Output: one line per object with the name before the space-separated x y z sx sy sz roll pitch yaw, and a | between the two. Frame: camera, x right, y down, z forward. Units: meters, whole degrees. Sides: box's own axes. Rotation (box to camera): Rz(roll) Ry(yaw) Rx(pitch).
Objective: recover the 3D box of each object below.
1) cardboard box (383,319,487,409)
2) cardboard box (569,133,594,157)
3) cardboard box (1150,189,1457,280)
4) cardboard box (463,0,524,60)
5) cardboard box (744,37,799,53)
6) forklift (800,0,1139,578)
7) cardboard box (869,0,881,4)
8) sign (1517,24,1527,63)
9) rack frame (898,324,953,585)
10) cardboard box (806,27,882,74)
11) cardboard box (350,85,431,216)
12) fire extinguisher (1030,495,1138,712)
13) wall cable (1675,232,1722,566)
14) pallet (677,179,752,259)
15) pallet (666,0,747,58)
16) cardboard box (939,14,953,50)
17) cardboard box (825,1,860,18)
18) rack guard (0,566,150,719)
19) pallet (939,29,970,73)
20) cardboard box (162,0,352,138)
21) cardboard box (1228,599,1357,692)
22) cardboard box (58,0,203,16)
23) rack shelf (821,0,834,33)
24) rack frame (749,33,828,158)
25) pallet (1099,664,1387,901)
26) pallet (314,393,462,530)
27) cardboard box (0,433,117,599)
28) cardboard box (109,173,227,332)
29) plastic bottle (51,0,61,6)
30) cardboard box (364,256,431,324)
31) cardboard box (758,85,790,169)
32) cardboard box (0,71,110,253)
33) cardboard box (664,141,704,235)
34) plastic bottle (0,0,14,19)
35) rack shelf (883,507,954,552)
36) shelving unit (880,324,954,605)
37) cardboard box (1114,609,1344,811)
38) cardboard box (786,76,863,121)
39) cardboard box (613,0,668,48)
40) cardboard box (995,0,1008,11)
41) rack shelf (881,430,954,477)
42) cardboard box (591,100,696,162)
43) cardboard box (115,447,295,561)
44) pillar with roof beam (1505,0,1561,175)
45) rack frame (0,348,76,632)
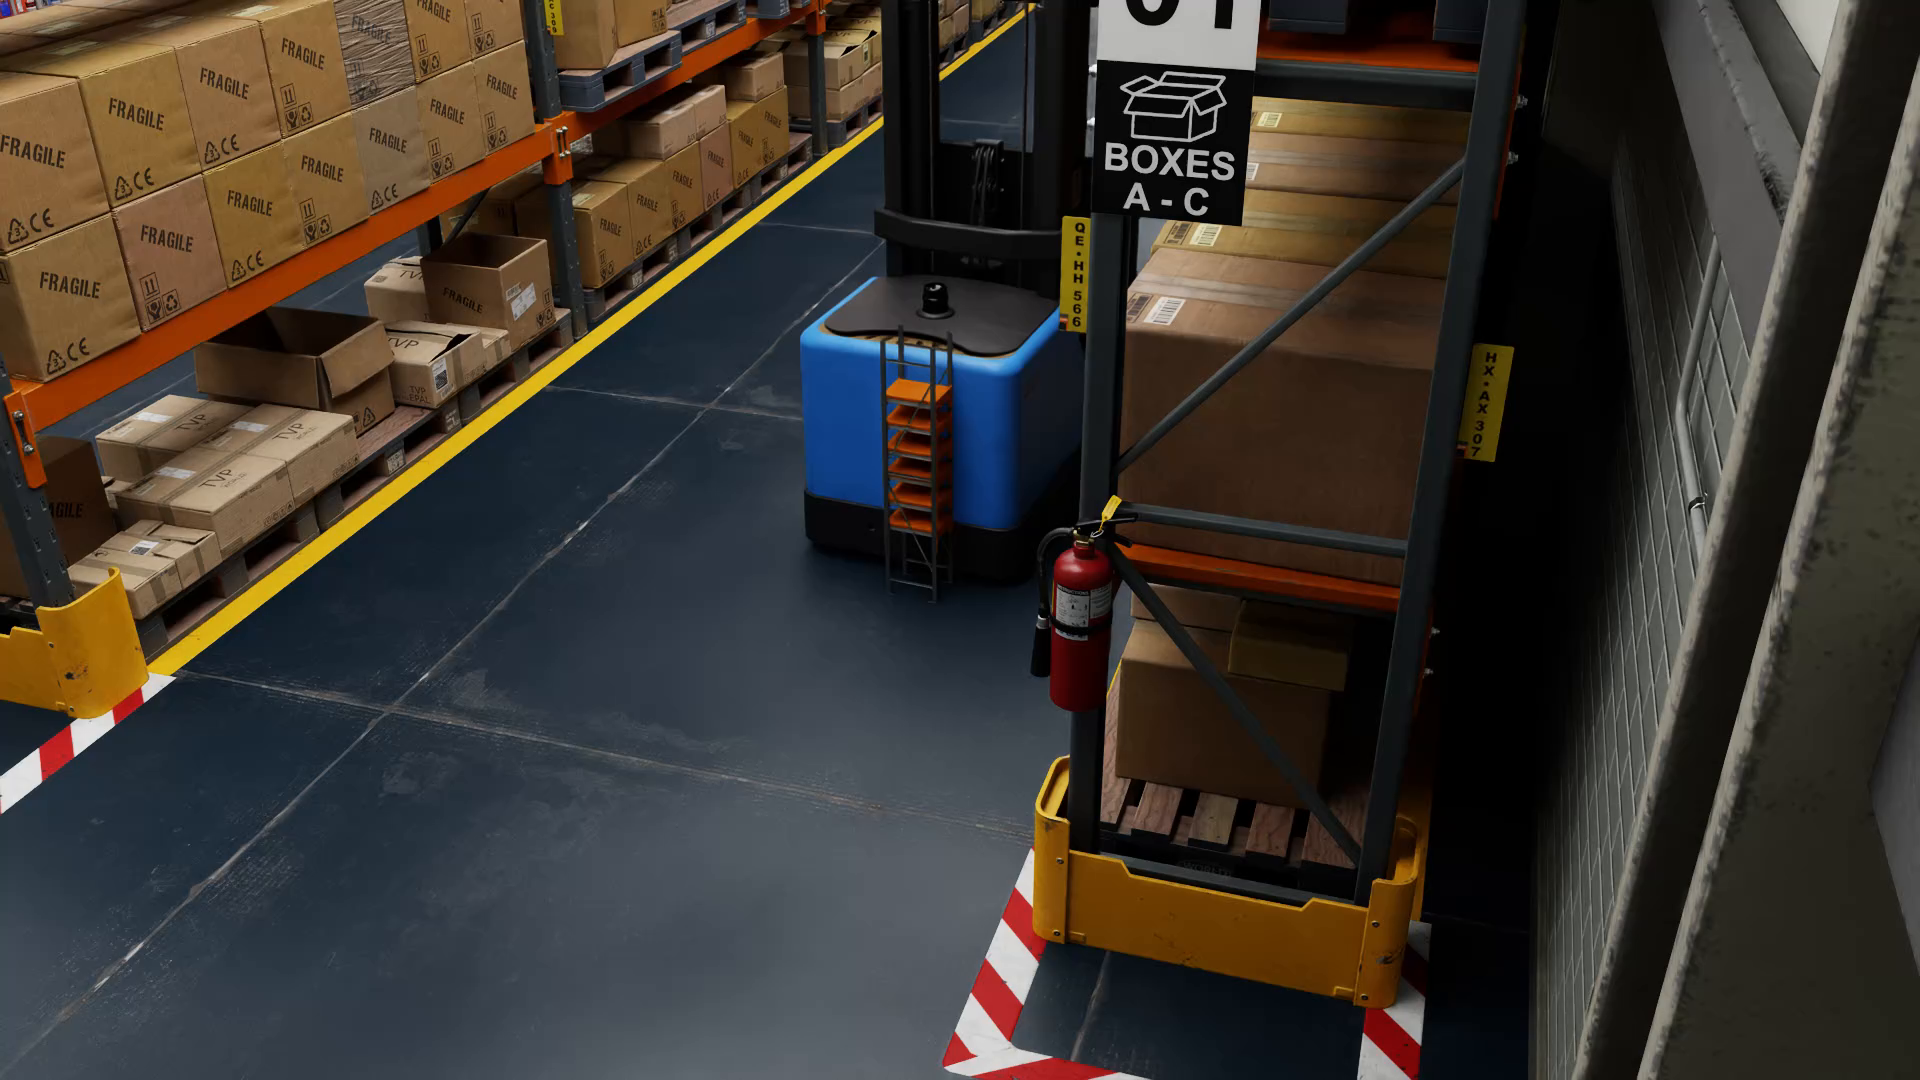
cardboard box | -2.841 -0.953 8.691 0.500 0.311 0.500 8 30 15
cardboard box | -2.553 -2.421 11.135 0.500 0.500 0.500 9 30 15
cardboard box | 1.181 -0.735 5.677 0.980 0.700 0.700 8 30 14
cardboard box | -2.626 -2.798 8.563 0.500 0.500 0.500 9 30 15
cardboard box | -1.632 -3.954 13.592 0.500 0.311 0.500 9 30 16
forklift | 0.303 -1.813 7.993 1.130 2.935 3.031 11 31 19
cardboard box | -0.517 -4.831 15.168 0.500 0.311 0.500 8 30 15
sign | 2.543 -2.219 7.681 0.100 0.325 0.005 8 30 15
rack frame | -0.144 -0.347 7.140 0.240 1.200 0.006 11 31 19
cardboard box | -0.970 -4.122 13.894 0.500 0.311 0.500 8 30 14
cardboard box | -2.925 -1.885 7.951 0.500 0.500 0.500 9 30 16
fire extinguisher | 0.352 0.176 4.812 0.296 0.674 0.183 8 30 15
wall cable | 1.366 0.261 3.151 0.084 1.984 1.851 8 30 15
pallet | -2.166 -2.323 11.709 1.003 0.211 1.213 8 30 15
pallet | -2.117 -3.460 11.082 1.003 0.211 1.213 8 30 15
cardboard box | -0.371 -4.820 15.726 0.500 0.250 0.500 8 30 14
cardboard box | -1.186 -4.663 14.867 0.500 0.311 0.500 9 30 16
rack guard | -3.877 0.326 6.649 1.175 0.500 0.348 8 30 15
pallet | -0.556 -4.741 16.055 1.003 0.211 1.213 8 30 15
cardboard box | -3.071 -2.092 7.293 0.500 0.500 0.500 8 30 14
cardboard box | 1.102 0.347 5.513 0.380 0.149 0.250 9 30 15
cardboard box | -3.585 -2.173 7.438 0.500 0.500 0.500 9 30 16
rack shelf | -0.964 -5.063 14.507 1.077 0.370 4.000 8 30 15
rack frame | -1.551 -4.448 12.661 1.000 3.000 0.127 8 30 15
pallet | 0.998 0.810 6.076 1.003 0.211 1.213 8 30 15
pallet | -3.284 -0.483 8.401 1.003 0.211 1.213 8 30 15
cardboard box | -3.975 -0.118 6.996 0.500 0.500 0.500 8 30 15
cardboard box | -3.370 -1.183 6.689 0.500 0.500 0.500 8 30 14
plastic bottle | -6.559 -3.991 11.970 0.097 0.271 0.097 0 29 0
cardboard box | -3.055 -1.443 9.571 0.500 0.311 0.500 8 30 15
cardboard box | -1.601 -3.080 12.320 0.500 0.500 0.500 10 31 17
cardboard box | -3.517 -1.380 6.013 0.500 0.500 0.500 9 30 16
cardboard box | -2.050 -2.360 11.026 0.500 0.500 0.500 9 30 15
plastic bottle | -6.683 -3.769 11.560 0.061 0.283 0.133 8 30 15
rack shelf | -0.178 -0.057 7.204 0.258 0.103 0.180 11 31 19
shelving unit | -0.178 -0.306 7.065 0.258 1.200 0.189 11 31 19
cardboard box | 0.947 0.544 5.826 0.700 0.500 0.500 8 30 15
cardboard box | -1.116 -3.632 13.589 0.500 0.250 0.500 8 30 15
cardboard box | -2.231 -3.334 10.122 0.700 0.500 0.500 13 32 23
cardboard box | 0.201 -5.693 17.295 0.500 0.250 0.500 8 30 15
rack shelf | -0.178 -0.372 7.029 0.258 0.103 0.180 11 31 19
cardboard box | -2.056 -2.672 10.815 0.500 0.250 0.500 9 30 15
cardboard box | -3.321 -0.166 7.338 0.500 0.250 0.500 8 30 15
pillar with roof beam | 0.279 -7.460 11.903 9.100 9.000 0.400 8 30 15
rack frame | -3.899 -0.731 5.978 1.000 3.000 0.127 8 30 15
